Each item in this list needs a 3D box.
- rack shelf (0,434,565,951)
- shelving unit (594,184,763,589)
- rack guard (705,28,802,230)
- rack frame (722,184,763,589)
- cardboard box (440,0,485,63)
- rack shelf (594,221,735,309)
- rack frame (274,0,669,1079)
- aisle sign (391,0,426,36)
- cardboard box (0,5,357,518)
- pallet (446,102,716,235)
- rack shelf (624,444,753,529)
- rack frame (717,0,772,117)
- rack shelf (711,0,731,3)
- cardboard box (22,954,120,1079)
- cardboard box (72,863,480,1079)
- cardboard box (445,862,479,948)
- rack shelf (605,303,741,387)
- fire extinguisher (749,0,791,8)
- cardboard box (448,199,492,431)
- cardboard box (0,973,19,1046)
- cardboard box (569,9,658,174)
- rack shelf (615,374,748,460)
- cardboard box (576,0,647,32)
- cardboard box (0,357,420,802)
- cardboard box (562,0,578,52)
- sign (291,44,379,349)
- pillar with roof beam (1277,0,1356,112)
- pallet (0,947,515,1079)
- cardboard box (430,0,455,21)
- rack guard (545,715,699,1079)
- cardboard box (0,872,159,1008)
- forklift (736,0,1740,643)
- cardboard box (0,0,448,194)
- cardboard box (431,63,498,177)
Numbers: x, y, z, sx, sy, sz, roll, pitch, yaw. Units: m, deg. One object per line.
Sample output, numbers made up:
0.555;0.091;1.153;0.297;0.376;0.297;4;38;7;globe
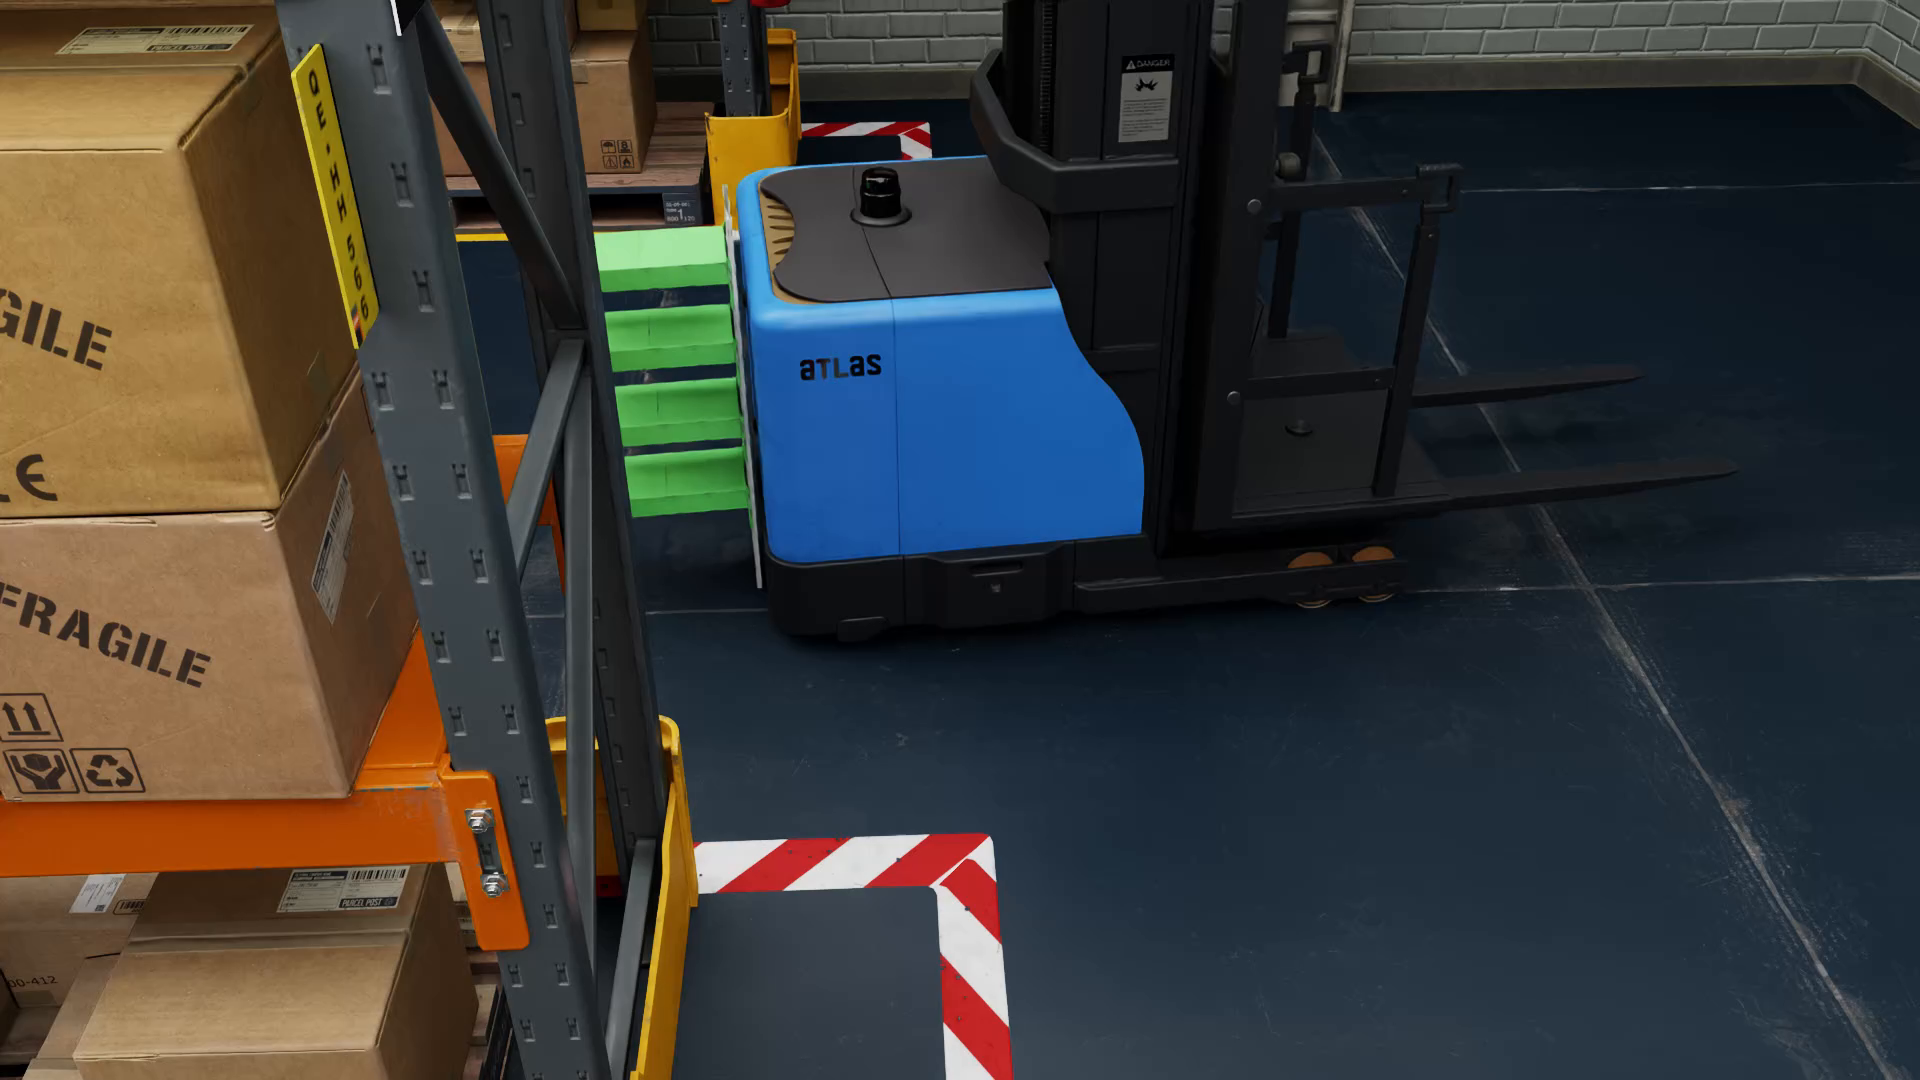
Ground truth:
-2.703;0.259;2.872;4.000;0.370;1.077;-2;35;-2;rack shelf
-0.865;-0.391;4.760;0.503;1.200;0.258;-5;35;-7;shelving unit
-0.919;-1.879;7.526;0.348;0.500;1.175;-2;35;-2;rack guard
-0.624;-0.412;4.791;0.015;1.200;0.240;-5;35;-7;rack frame
-2.013;-2.128;6.946;0.250;0.149;0.380;-1;35;-1;cardboard box
-0.865;-0.733;4.523;0.480;0.148;0.258;-5;35;-7;rack shelf
-0.705;-0.091;2.745;0.127;3.000;1.000;-2;35;-2;rack frame
-0.622;-0.987;1.756;0.004;0.787;0.394;-2;35;-2;aisle sign
-1.137;-0.375;2.189;0.500;0.500;0.500;-2;35;-3;cardboard box
-1.738;-1.694;7.512;1.213;0.211;1.003;-2;35;-2;pallet
-0.865;-0.141;4.933;0.480;0.148;0.258;-5;35;-7;rack shelf
-0.943;-2.906;6.814;0.127;3.000;1.000;-2;35;-2;rack frame
-2.941;-2.557;6.941;4.000;0.370;1.077;-2;35;-2;rack shelf
-1.645;1.008;3.261;0.250;0.166;0.380;-2;35;-2;cardboard box
-1.236;0.911;3.108;0.500;0.500;0.500;-2;35;-2;cardboard box
-1.140;0.717;3.697;0.250;0.149;0.380;-2;35;-2;cardboard box
-0.865;-0.536;4.660;0.480;0.148;0.258;-5;35;-7;rack shelf
-0.771;-2.463;6.569;0.183;0.674;0.296;-2;35;-2;fire extinguisher
-1.161;-0.270;2.916;0.500;0.500;0.500;-1;35;-1;cardboard box
-2.187;1.022;3.167;0.500;0.250;0.500;-2;35;-2;cardboard box
-1.638;-1.976;7.296;0.500;0.500;0.700;-2;35;-2;cardboard box
-0.865;-0.338;4.797;0.480;0.148;0.258;-5;35;-7;rack shelf
-1.522;-2.359;7.281;0.250;0.149;0.380;-1;35;-2;cardboard box
-1.140;0.035;2.476;0.500;0.500;0.500;-1;35;-1;cardboard box
-1.757;-2.135;6.957;0.250;0.149;0.380;-2;35;-3;cardboard box
-0.699;-0.381;1.869;0.005;0.325;0.100;-2;35;-2;sign
1.917;-3.491;2.386;0.400;9.000;9.100;-2;35;-2;pillar with roof beam
-1.577;1.080;3.504;1.213;0.211;1.003;-2;35;-2;pallet
-2.278;-2.339;7.251;0.250;0.149;0.380;-1;35;-2;cardboard box
-0.781;0.939;3.454;0.348;0.500;1.175;-2;35;-2;rack guard
-1.761;0.726;3.595;0.500;0.250;0.500;-2;35;-2;cardboard box
0.883;-1.294;4.545;3.031;2.935;1.130;-5;35;-7;forklift
-1.161;-0.681;2.632;0.500;0.500;0.500;-1;35;-1;cardboard box
-2.138;-1.962;7.277;0.500;0.500;0.700;-2;35;-2;cardboard box
